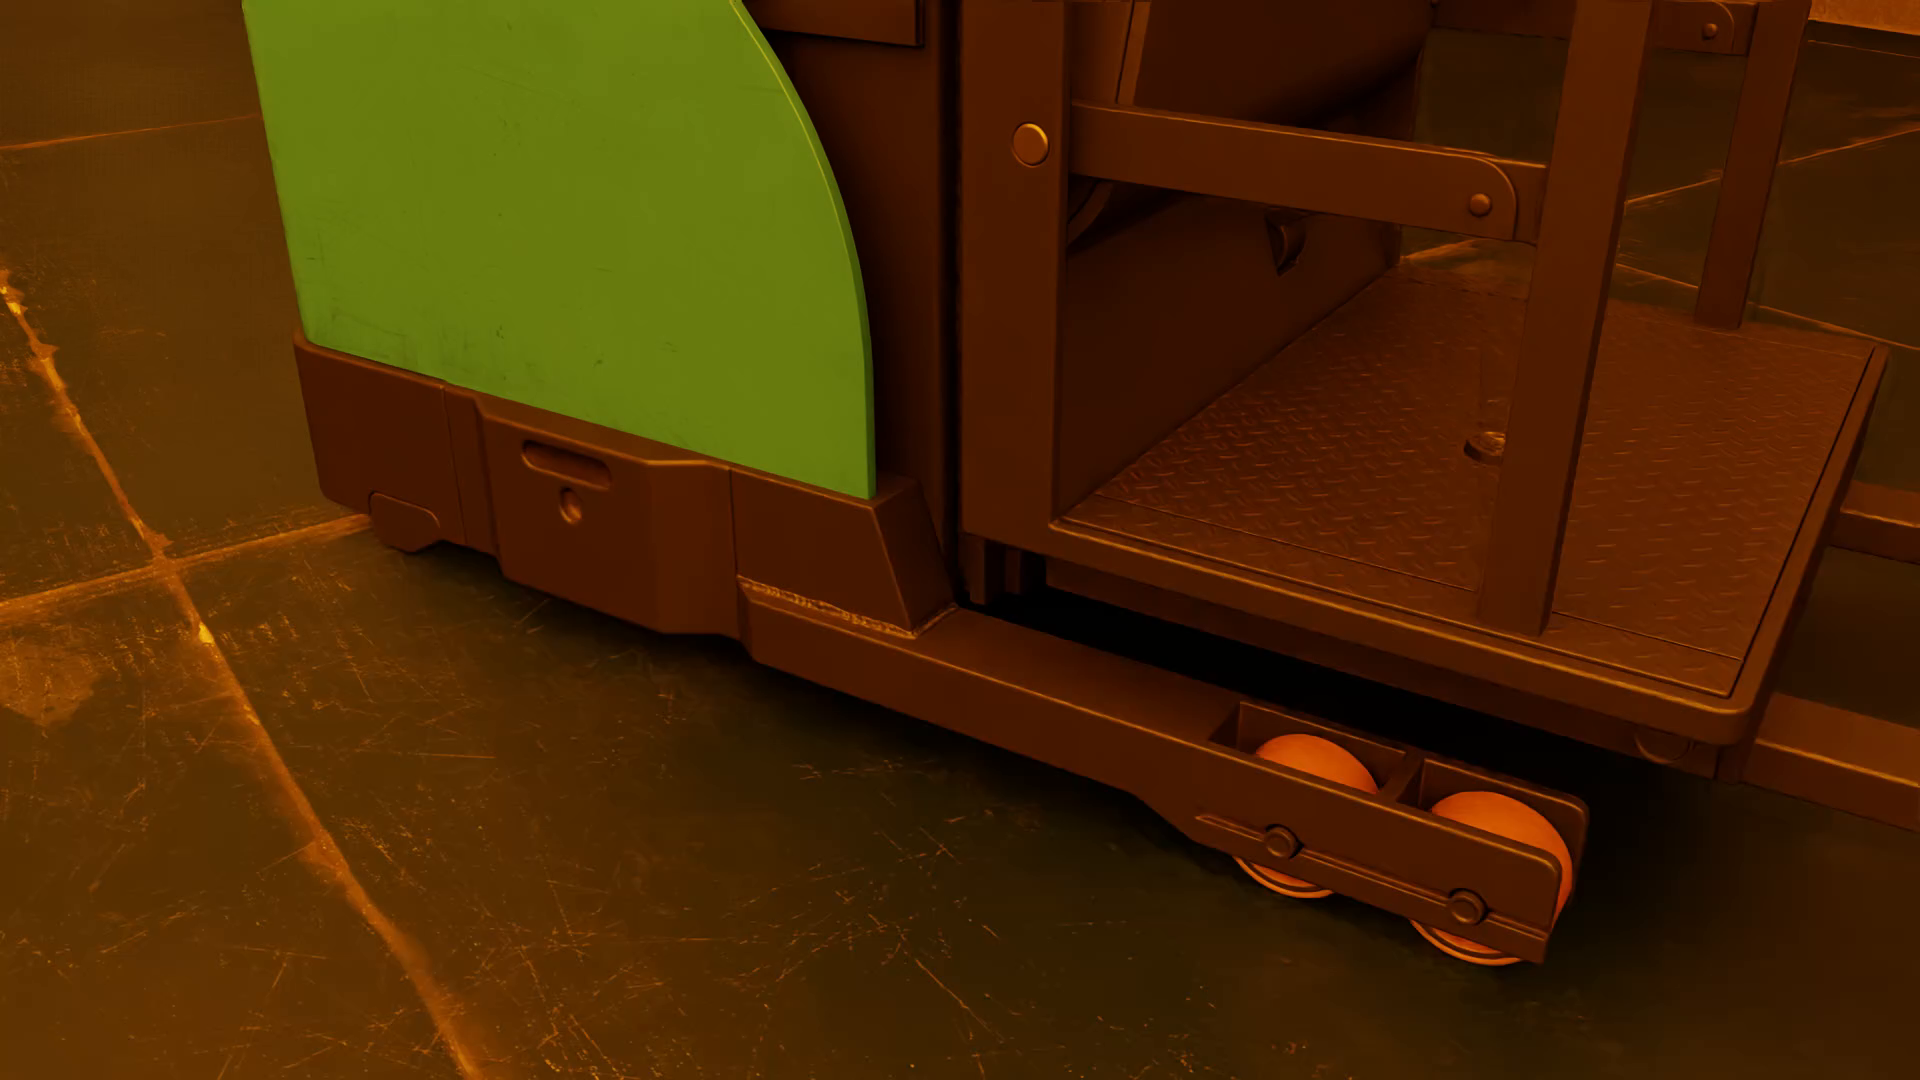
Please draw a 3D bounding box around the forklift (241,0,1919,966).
[{"bbox_3d":[0.552,-1.161,1.545,3.031,2.935,1.130,16,31,29],"label":"forklift"}]
